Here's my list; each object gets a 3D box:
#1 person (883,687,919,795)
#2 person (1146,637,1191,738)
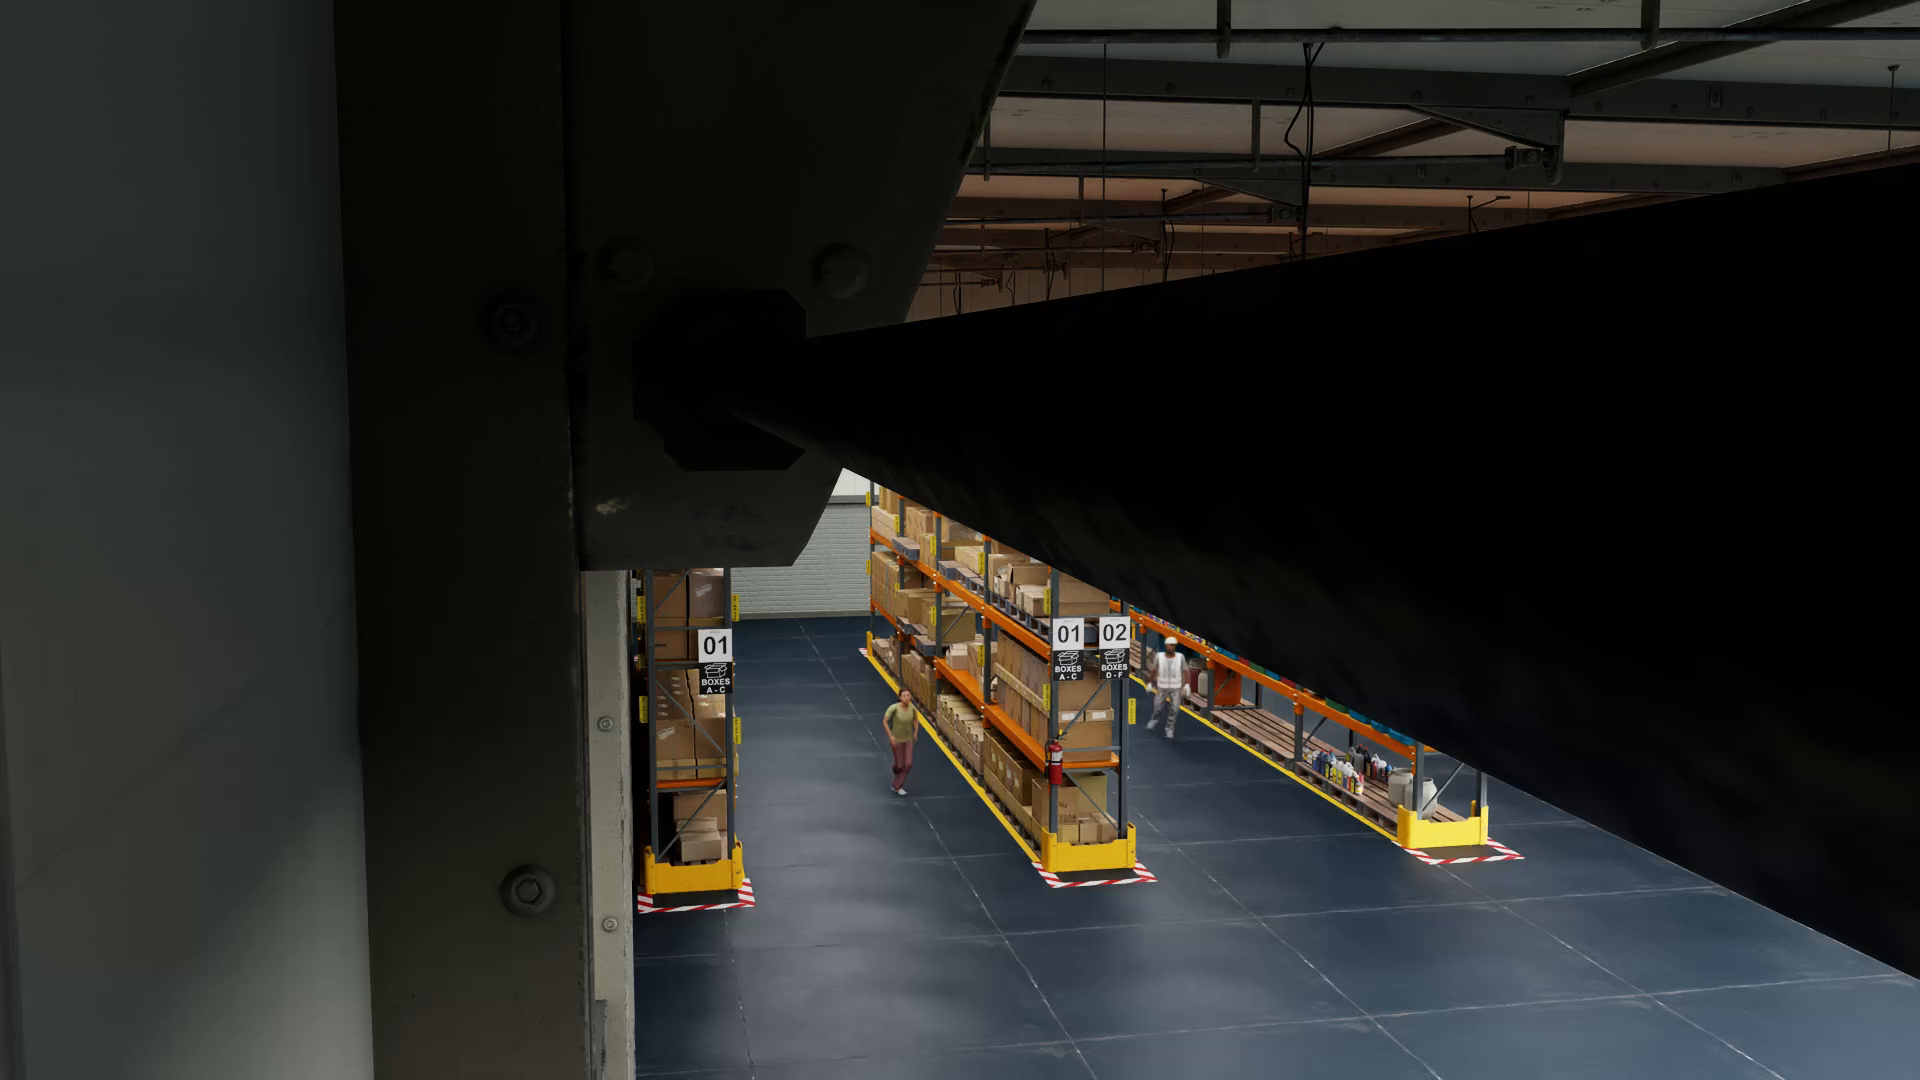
[{"bbox_3d":[-0.884,2.963,24.717,0.581,1.611,0.558,-2,6,-22],"label":"person"},{"bbox_3d":[3.548,2.495,28.372,0.739,1.747,0.683,0,6,4],"label":"person"}]
